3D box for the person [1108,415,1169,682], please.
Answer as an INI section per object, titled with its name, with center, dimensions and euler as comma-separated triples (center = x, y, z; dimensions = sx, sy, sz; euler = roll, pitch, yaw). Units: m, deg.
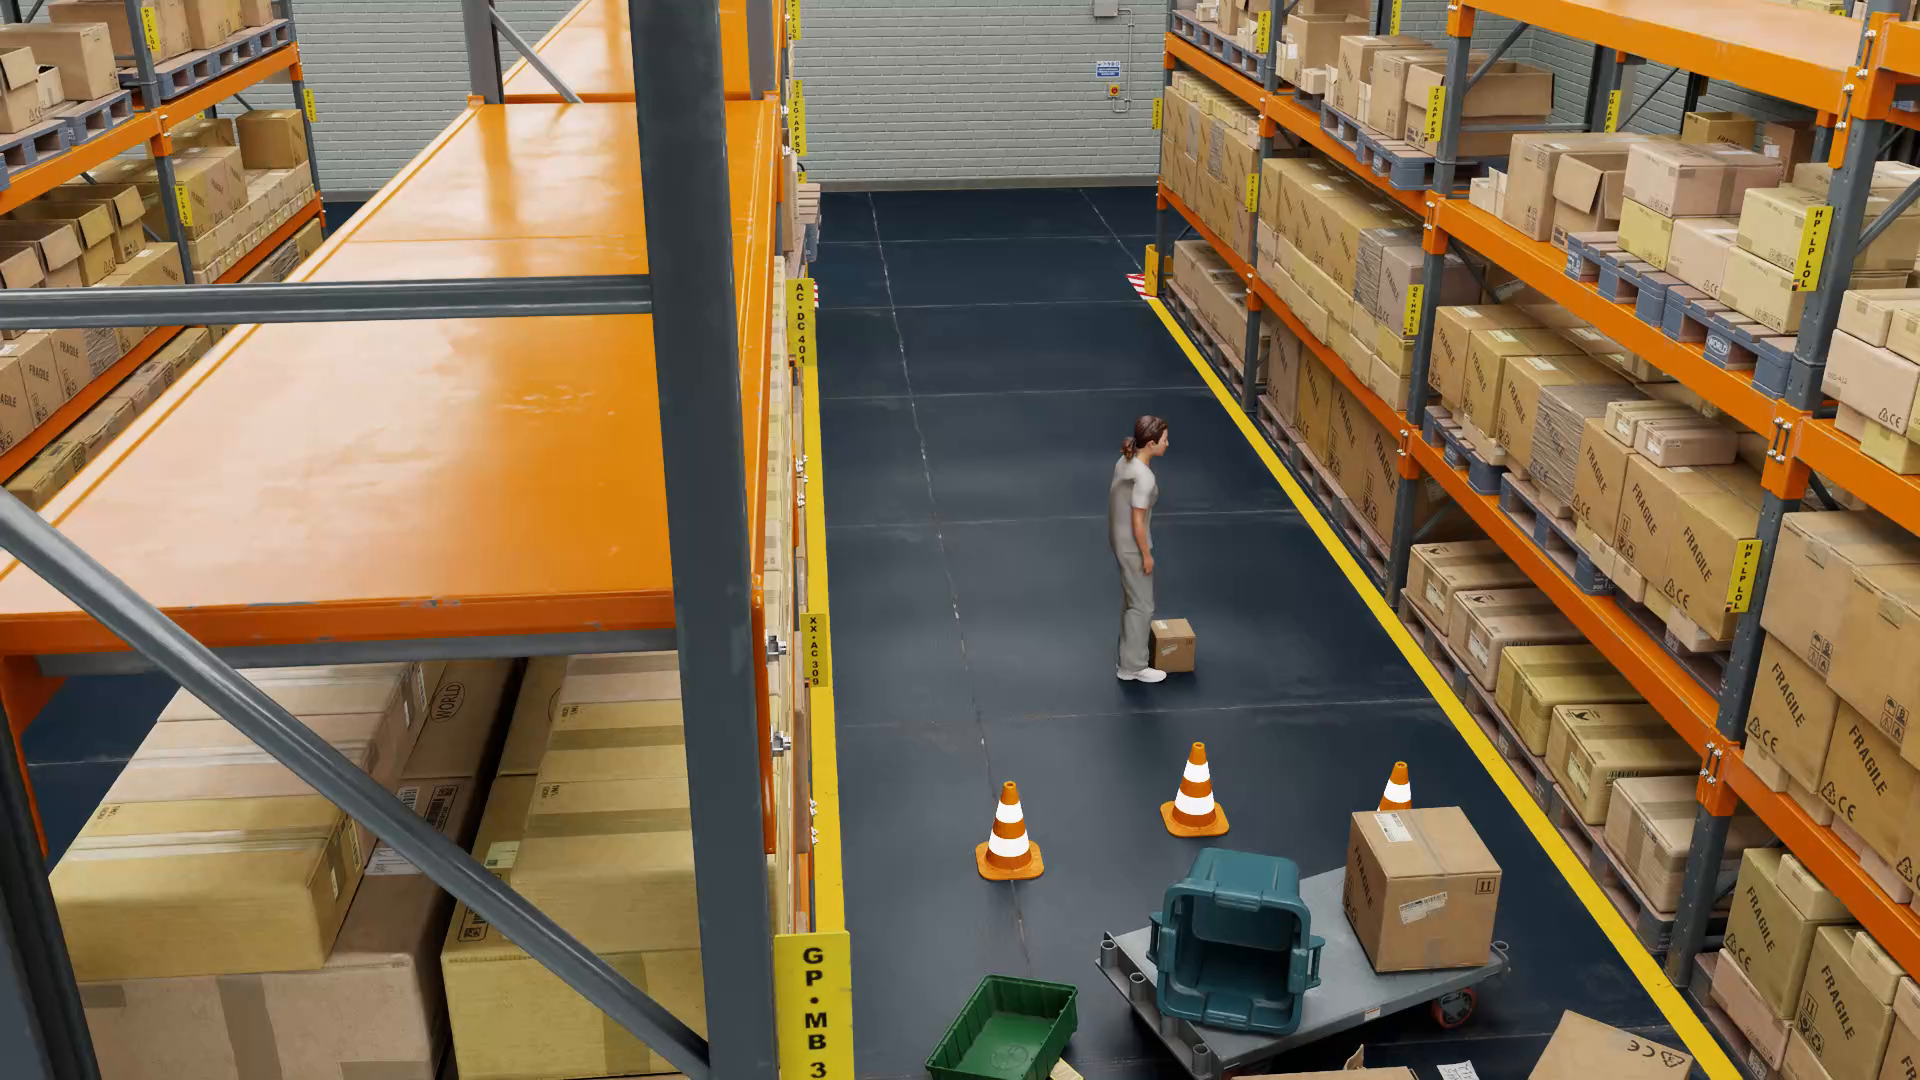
[person]
center = 1.115, 0.035, 10.233
dimensions = 0.408, 1.672, 0.485
euler = -2, 24, -5
